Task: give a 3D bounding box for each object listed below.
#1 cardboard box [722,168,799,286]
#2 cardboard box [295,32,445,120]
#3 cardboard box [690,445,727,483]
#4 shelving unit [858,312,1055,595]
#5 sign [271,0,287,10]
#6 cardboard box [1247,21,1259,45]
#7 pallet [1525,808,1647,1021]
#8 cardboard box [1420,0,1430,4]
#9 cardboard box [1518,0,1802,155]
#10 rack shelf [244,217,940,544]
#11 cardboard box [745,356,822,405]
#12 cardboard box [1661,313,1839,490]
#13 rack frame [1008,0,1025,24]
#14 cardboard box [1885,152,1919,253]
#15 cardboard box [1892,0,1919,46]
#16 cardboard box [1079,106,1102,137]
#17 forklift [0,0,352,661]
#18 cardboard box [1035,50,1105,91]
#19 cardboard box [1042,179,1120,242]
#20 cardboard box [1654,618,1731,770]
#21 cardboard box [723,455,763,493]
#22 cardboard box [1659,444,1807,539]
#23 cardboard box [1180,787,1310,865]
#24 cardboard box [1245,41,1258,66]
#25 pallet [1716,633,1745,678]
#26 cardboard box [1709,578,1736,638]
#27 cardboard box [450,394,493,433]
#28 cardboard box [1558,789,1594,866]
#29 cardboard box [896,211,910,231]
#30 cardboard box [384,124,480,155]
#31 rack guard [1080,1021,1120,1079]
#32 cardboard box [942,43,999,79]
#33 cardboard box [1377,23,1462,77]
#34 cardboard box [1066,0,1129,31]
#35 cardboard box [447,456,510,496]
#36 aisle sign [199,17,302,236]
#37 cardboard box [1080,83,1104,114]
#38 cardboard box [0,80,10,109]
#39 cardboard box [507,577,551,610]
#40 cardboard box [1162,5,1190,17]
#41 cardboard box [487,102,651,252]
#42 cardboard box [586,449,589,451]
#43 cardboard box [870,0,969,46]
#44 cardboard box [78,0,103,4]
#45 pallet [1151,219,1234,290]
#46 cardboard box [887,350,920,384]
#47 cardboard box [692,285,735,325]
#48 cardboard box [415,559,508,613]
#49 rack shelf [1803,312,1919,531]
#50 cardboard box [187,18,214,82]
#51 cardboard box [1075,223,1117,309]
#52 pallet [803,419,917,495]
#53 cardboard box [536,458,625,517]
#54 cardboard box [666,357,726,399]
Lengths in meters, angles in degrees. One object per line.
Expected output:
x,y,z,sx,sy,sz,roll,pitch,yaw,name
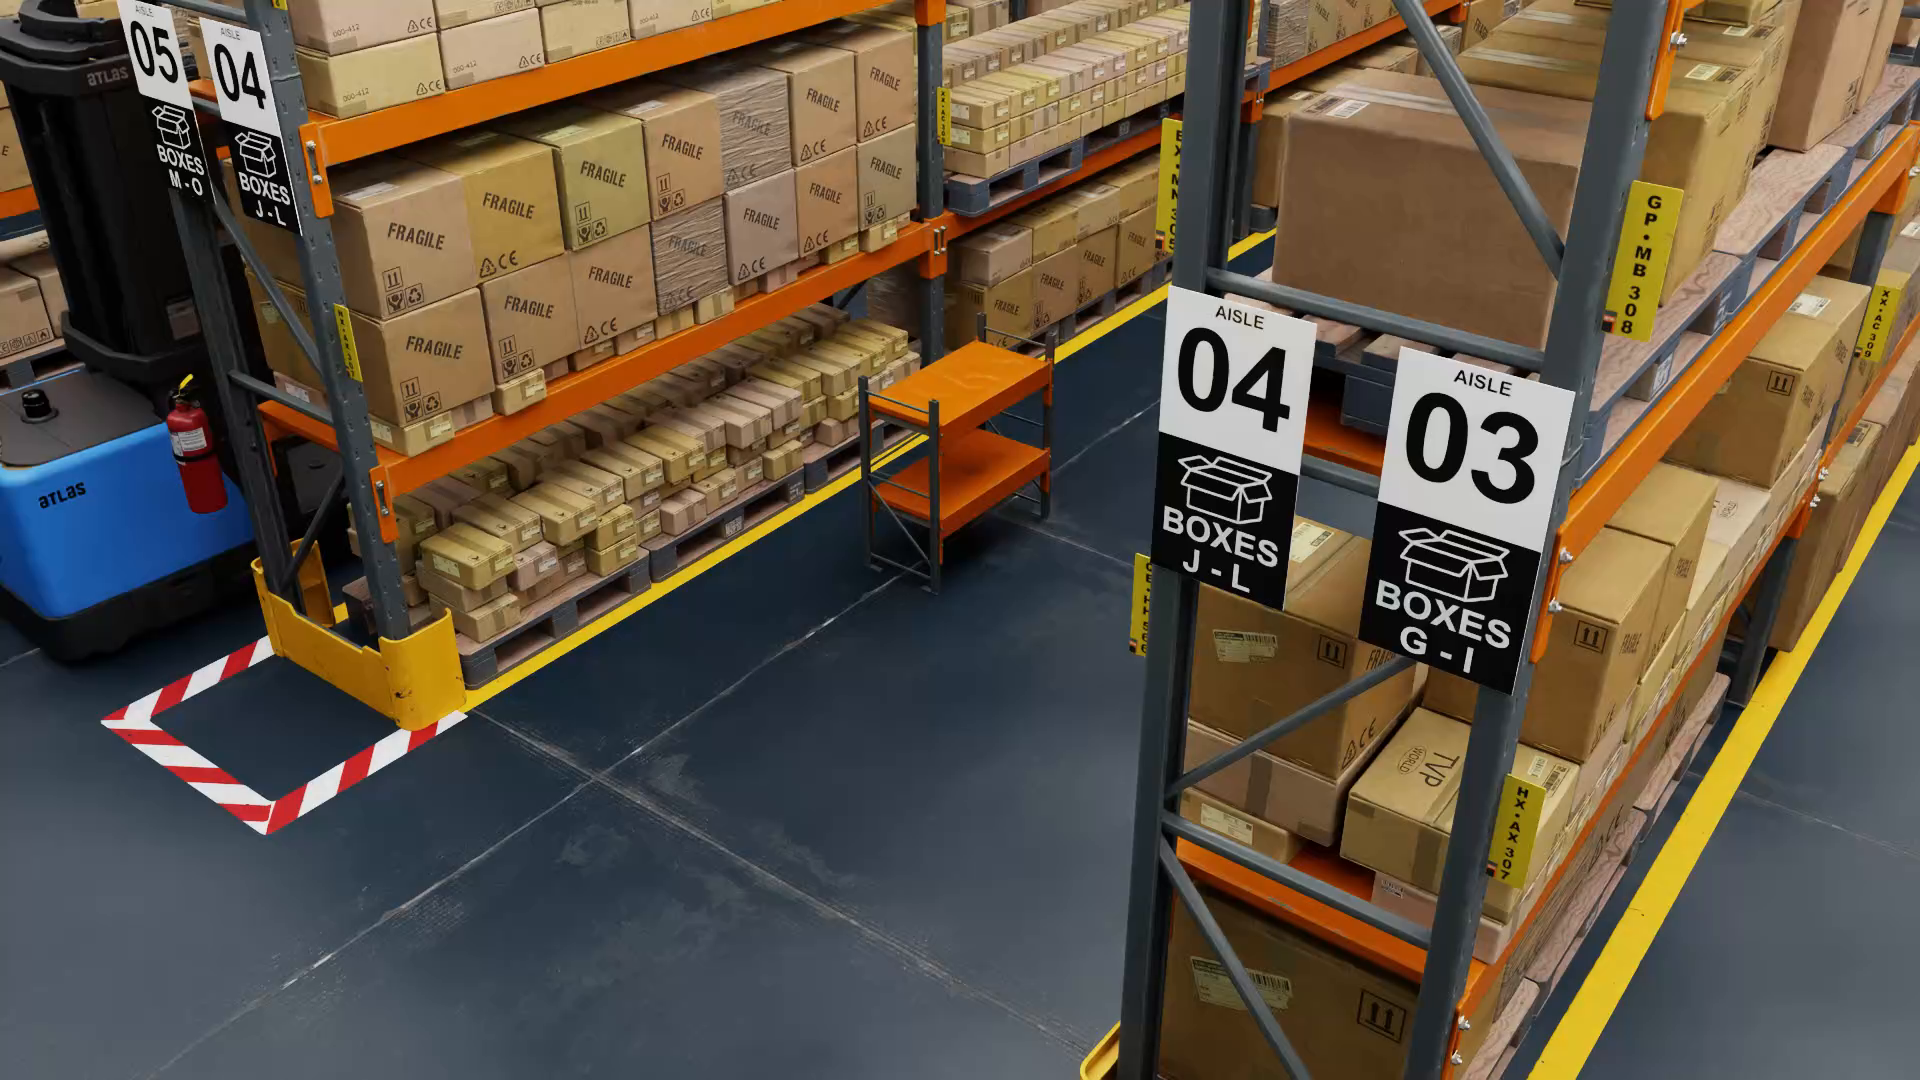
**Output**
-1.215,-1.705,8.794,0.500,0.500,0.500,21,37,31,cardboard box
-2.472,-1.934,6.775,0.500,0.250,0.500,23,37,33,cardboard box
-1.511,-0.478,9.208,0.380,0.149,0.250,23,38,33,cardboard box
-0.004,-0.481,8.959,0.538,1.125,1.048,21,37,31,shelving unit
-2.514,-2.103,6.058,0.100,0.325,0.005,21,37,31,sign
1.947,-3.715,12.120,0.380,0.149,0.250,22,37,32,cardboard box
2.103,1.320,6.815,1.003,0.211,1.213,21,37,31,pallet
3.890,-5.025,14.688,0.500,0.500,0.500,21,36,31,cardboard box
2.179,-1.497,5.283,0.700,0.500,0.500,23,38,33,cardboard box
-1.740,-1.107,8.882,1.077,0.370,4.000,21,37,31,rack shelf
-1.026,-0.914,9.651,0.380,0.149,0.250,22,37,33,cardboard box
2.991,-0.577,6.401,0.500,0.500,0.500,22,37,32,cardboard box
0.289,-6.964,18.058,1.000,3.000,0.127,21,37,31,rack frame
4.163,-1.674,8.051,0.797,0.503,0.637,22,37,32,cardboard box
3.703,-2.415,6.931,0.700,0.500,0.500,22,37,32,cardboard box
0.694,-2.741,10.768,0.380,0.149,0.250,19,36,29,cardboard box
-3.750,-1.344,8.643,1.130,2.935,3.031,24,38,34,forklift
0.699,-3.000,10.622,0.380,0.149,0.250,21,36,31,cardboard box
0.755,-2.300,11.493,0.500,0.250,0.500,23,37,33,cardboard box
2.899,0.315,7.449,0.875,0.875,0.875,21,37,31,cardboard box
-1.333,-0.414,9.390,0.380,0.149,0.250,22,37,32,cardboard box
2.993,-0.254,6.592,0.500,0.250,0.500,22,37,33,cardboard box
0.899,0.826,5.161,0.380,0.149,0.250,22,37,32,cardboard box
1.951,-3.586,12.194,0.380,0.149,0.250,22,37,32,cardboard box
3.766,0.201,8.705,1.003,0.211,1.213,21,37,31,pallet
2.662,0.193,6.228,0.380,0.149,0.250,20,36,31,cardboard box
-2.370,-0.643,7.639,0.380,0.149,0.250,23,37,33,cardboard box
1.732,0.820,5.170,0.380,0.149,0.250,20,36,30,cardboard box
-0.518,-1.934,9.817,0.380,0.149,0.250,21,36,31,cardboard box
-2.563,-1.674,7.761,0.500,0.500,0.500,20,36,30,cardboard box
0.932,2.049,5.303,1.175,0.500,0.348,21,37,31,rack guard
0.031,-3.102,10.793,0.380,0.149,0.250,21,37,31,cardboard box
3.994,-4.414,15.551,1.050,0.750,0.750,21,37,31,cardboard box
0.976,-3.740,11.870,0.380,0.149,0.250,19,36,29,cardboard box
-2.577,-0.336,8.676,0.380,0.149,0.250,20,36,30,cardboard box
-2.752,-1.600,6.458,0.394,0.787,0.004,21,37,31,aisle sign
0.700,-2.876,10.704,0.380,0.149,0.250,23,38,33,cardboard box
-6.131,-2.879,10.087,0.500,0.500,0.500,20,36,30,cardboard box
-2.283,0.196,8.362,0.380,0.149,0.250,21,37,31,cardboard box
1.640,-3.636,11.694,0.380,0.149,0.250,22,37,33,cardboard box
-1.833,-1.717,7.835,0.500,0.500,0.500,20,36,30,cardboard box
-2.072,-0.513,9.266,0.380,0.149,0.250,23,38,34,cardboard box
-0.457,-5.507,17.765,0.950,0.372,0.625,24,38,34,cardboard box
-5.550,-3.515,10.524,0.380,0.149,0.250,20,36,30,cardboard box
1.409,-2.339,12.989,1.003,0.211,1.213,21,37,31,pallet
-0.469,-1.086,10.233,0.380,0.149,0.250,22,37,32,cardboard box
-1.405,-1.276,8.707,0.380,0.149,0.250,22,37,32,cardboard box
-2.426,0.180,8.097,0.380,0.149,0.250,23,38,33,cardboard box
4.568,-1.166,8.980,1.077,0.370,4.000,21,37,31,rack shelf
-2.884,-2.096,7.050,0.500,0.250,0.500,20,36,30,cardboard box
0.748,-1.986,11.700,0.500,0.500,0.500,22,37,32,cardboard box
-0.910,-0.746,10.302,1.003,0.211,1.213,21,37,31,pallet
-1.952,-0.261,8.549,0.380,0.149,0.250,19,36,29,cardboard box
-1.591,-0.961,9.730,0.380,0.149,0.250,22,37,32,cardboard box
